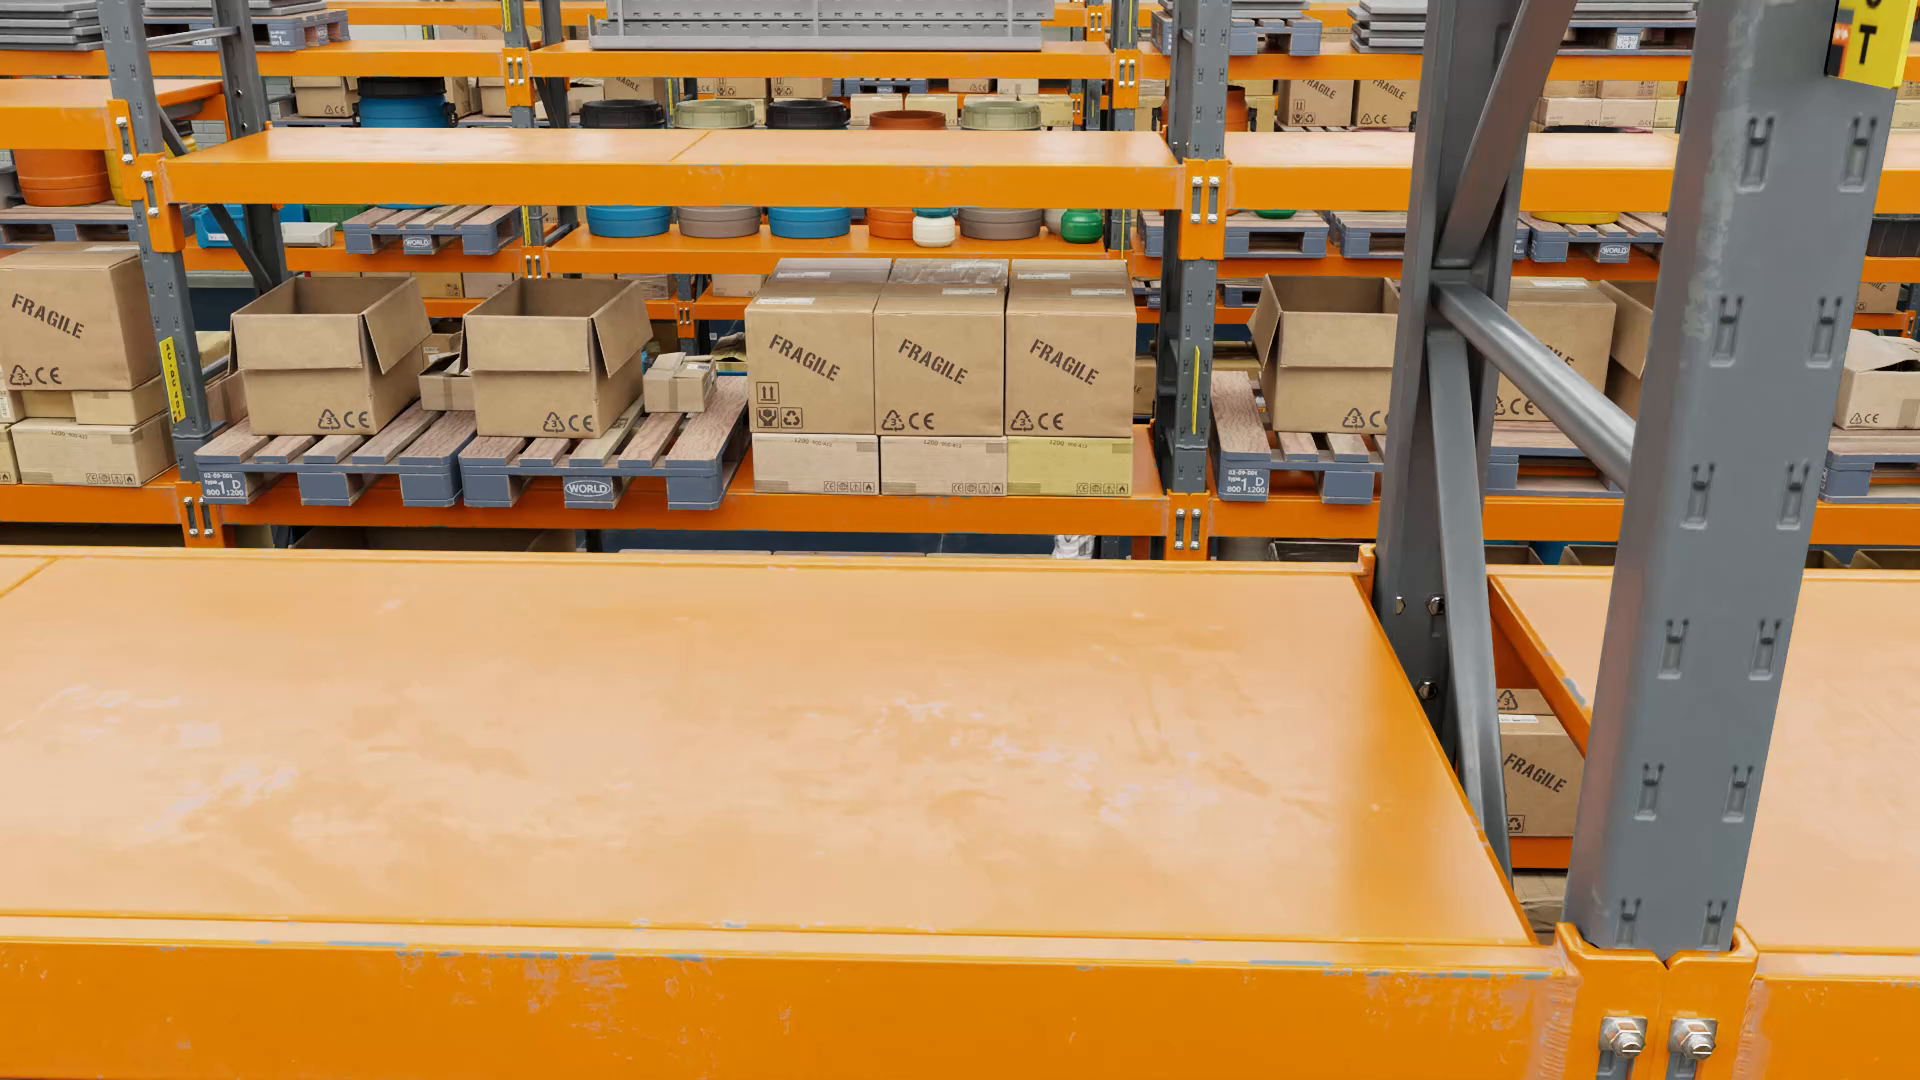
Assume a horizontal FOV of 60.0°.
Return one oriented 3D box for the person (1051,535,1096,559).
[{"bbox_3d":[0.746,0.257,11.019,0.328,1.663,0.469,1,21,3],"label":"person"}]
